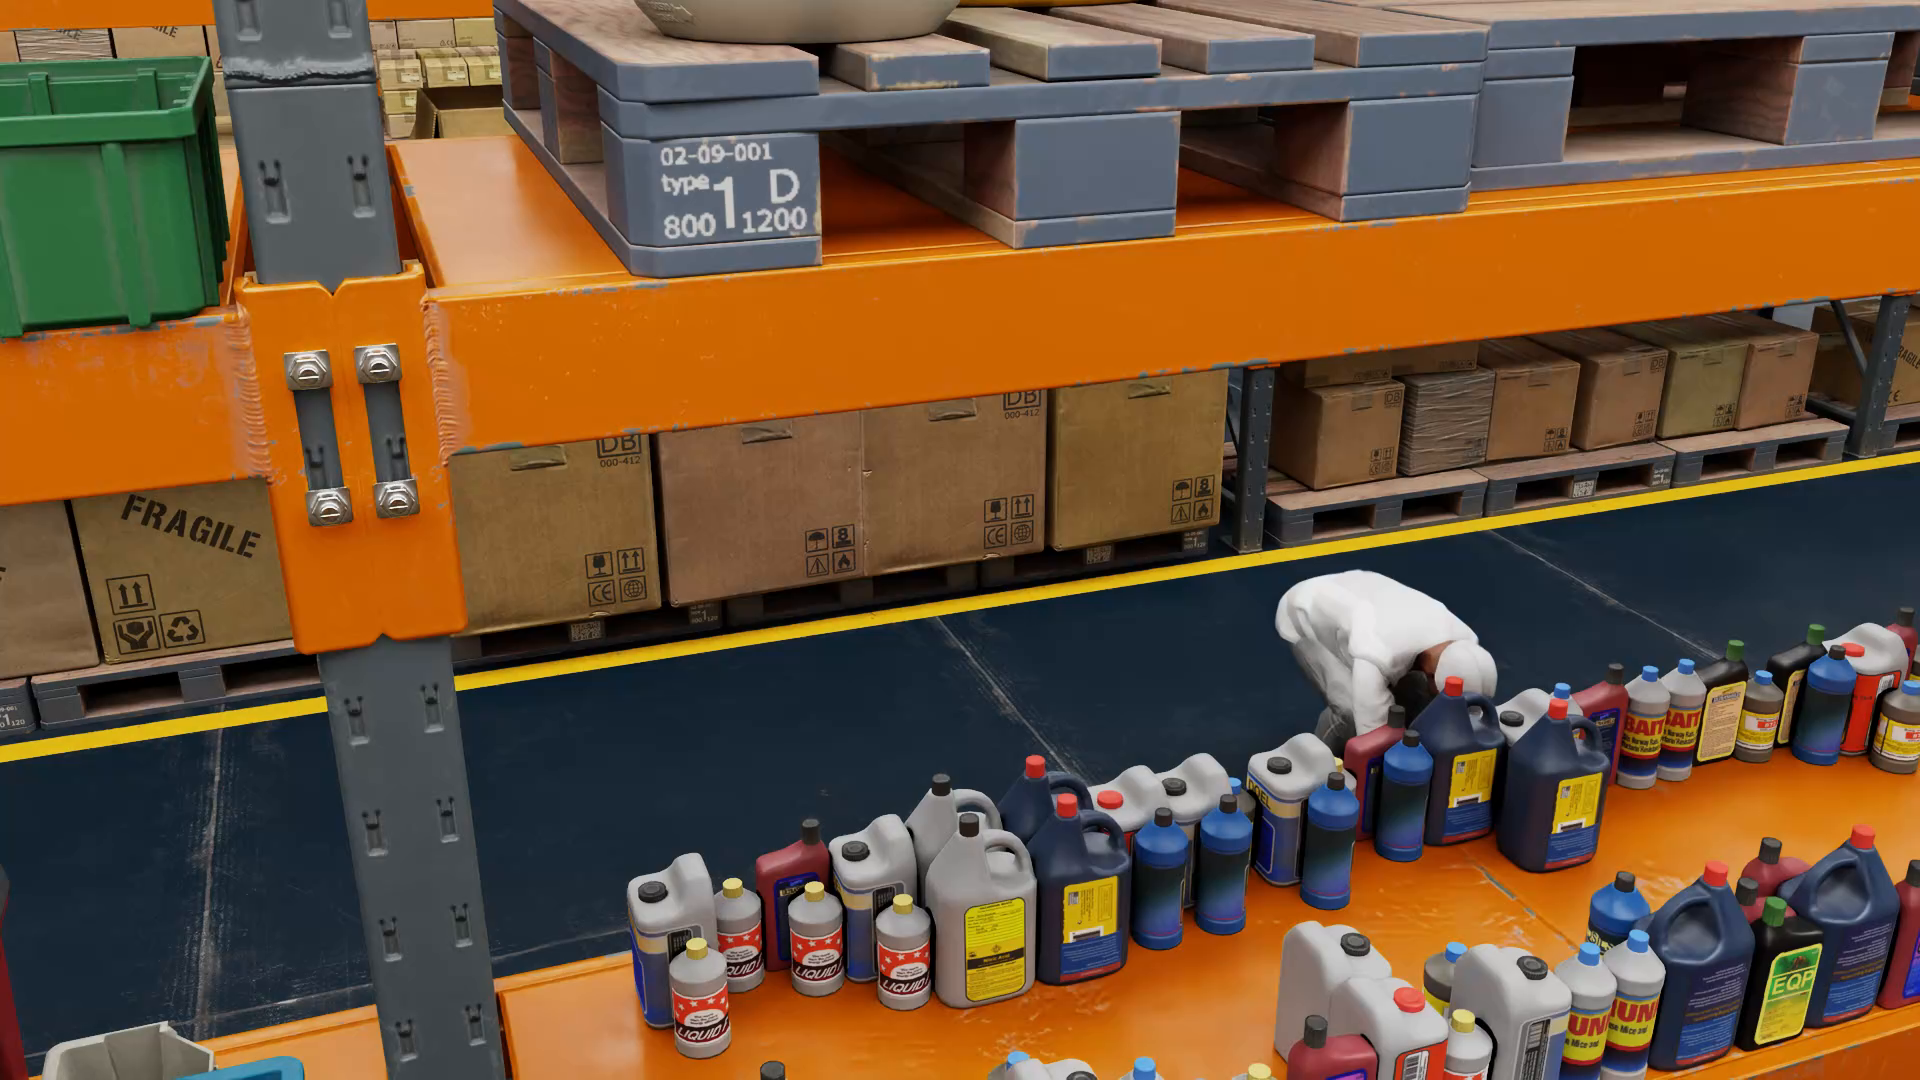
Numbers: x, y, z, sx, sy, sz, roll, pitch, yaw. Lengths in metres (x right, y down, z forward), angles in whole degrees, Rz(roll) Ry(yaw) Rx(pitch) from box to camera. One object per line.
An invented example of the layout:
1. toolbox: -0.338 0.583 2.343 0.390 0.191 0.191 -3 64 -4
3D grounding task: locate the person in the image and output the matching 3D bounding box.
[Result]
1. person: 1.535 0.558 5.969 0.514 0.842 0.980 -9 24 -21
